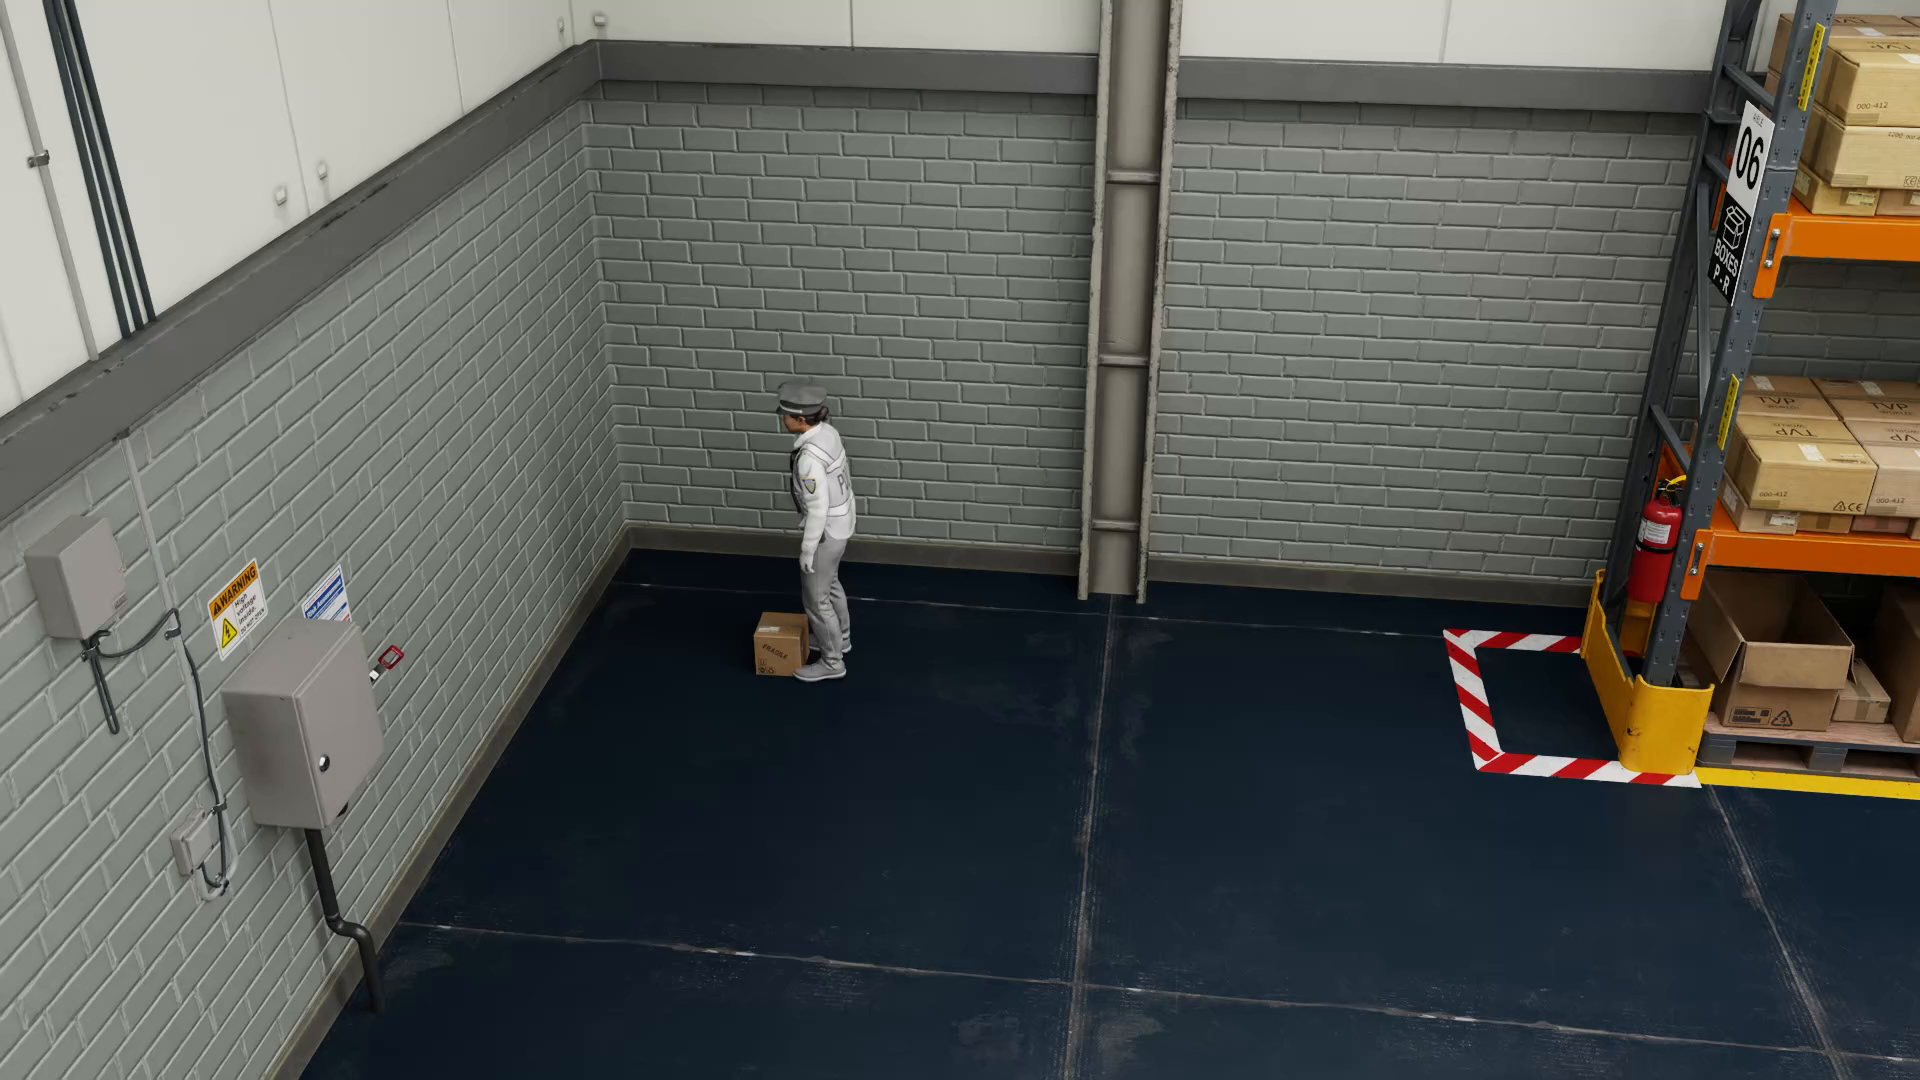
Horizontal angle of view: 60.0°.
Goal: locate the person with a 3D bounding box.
[{"bbox_3d":[-0.736,-0.041,8.696,0.379,1.663,0.535,3,29,5],"label":"person"}]
